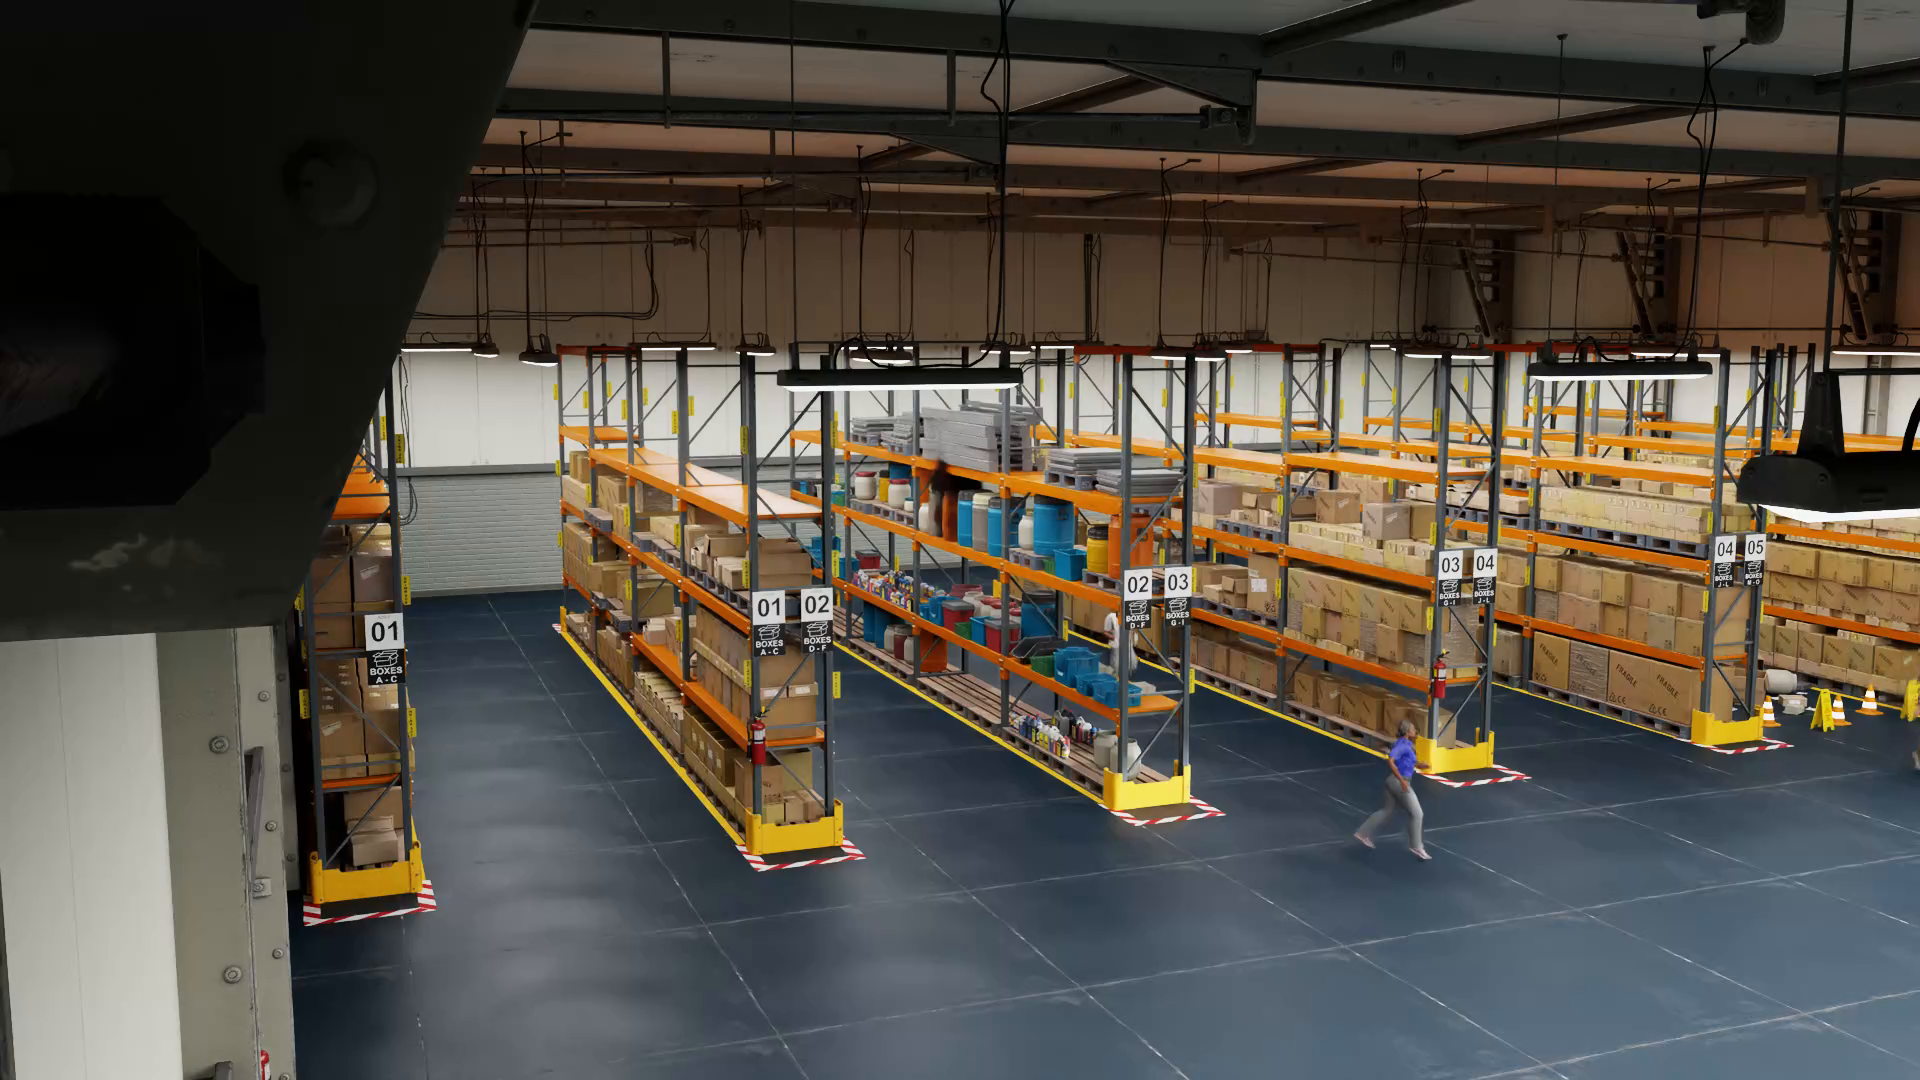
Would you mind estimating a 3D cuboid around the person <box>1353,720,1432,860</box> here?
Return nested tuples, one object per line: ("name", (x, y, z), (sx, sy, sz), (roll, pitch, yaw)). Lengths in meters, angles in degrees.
("person", (5.227, 2.993, 19.921), (0.869, 1.697, 0.610), (0, 7, 3))

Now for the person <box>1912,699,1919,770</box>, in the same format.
("person", (13.978, 2.533, 23.673), (0.708, 1.613, 0.611), (-6, 10, -41))

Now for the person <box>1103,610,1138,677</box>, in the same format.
("person", (2.806, 1.838, 28.597), (0.729, 1.731, 0.710), (-3, 8, -21))
